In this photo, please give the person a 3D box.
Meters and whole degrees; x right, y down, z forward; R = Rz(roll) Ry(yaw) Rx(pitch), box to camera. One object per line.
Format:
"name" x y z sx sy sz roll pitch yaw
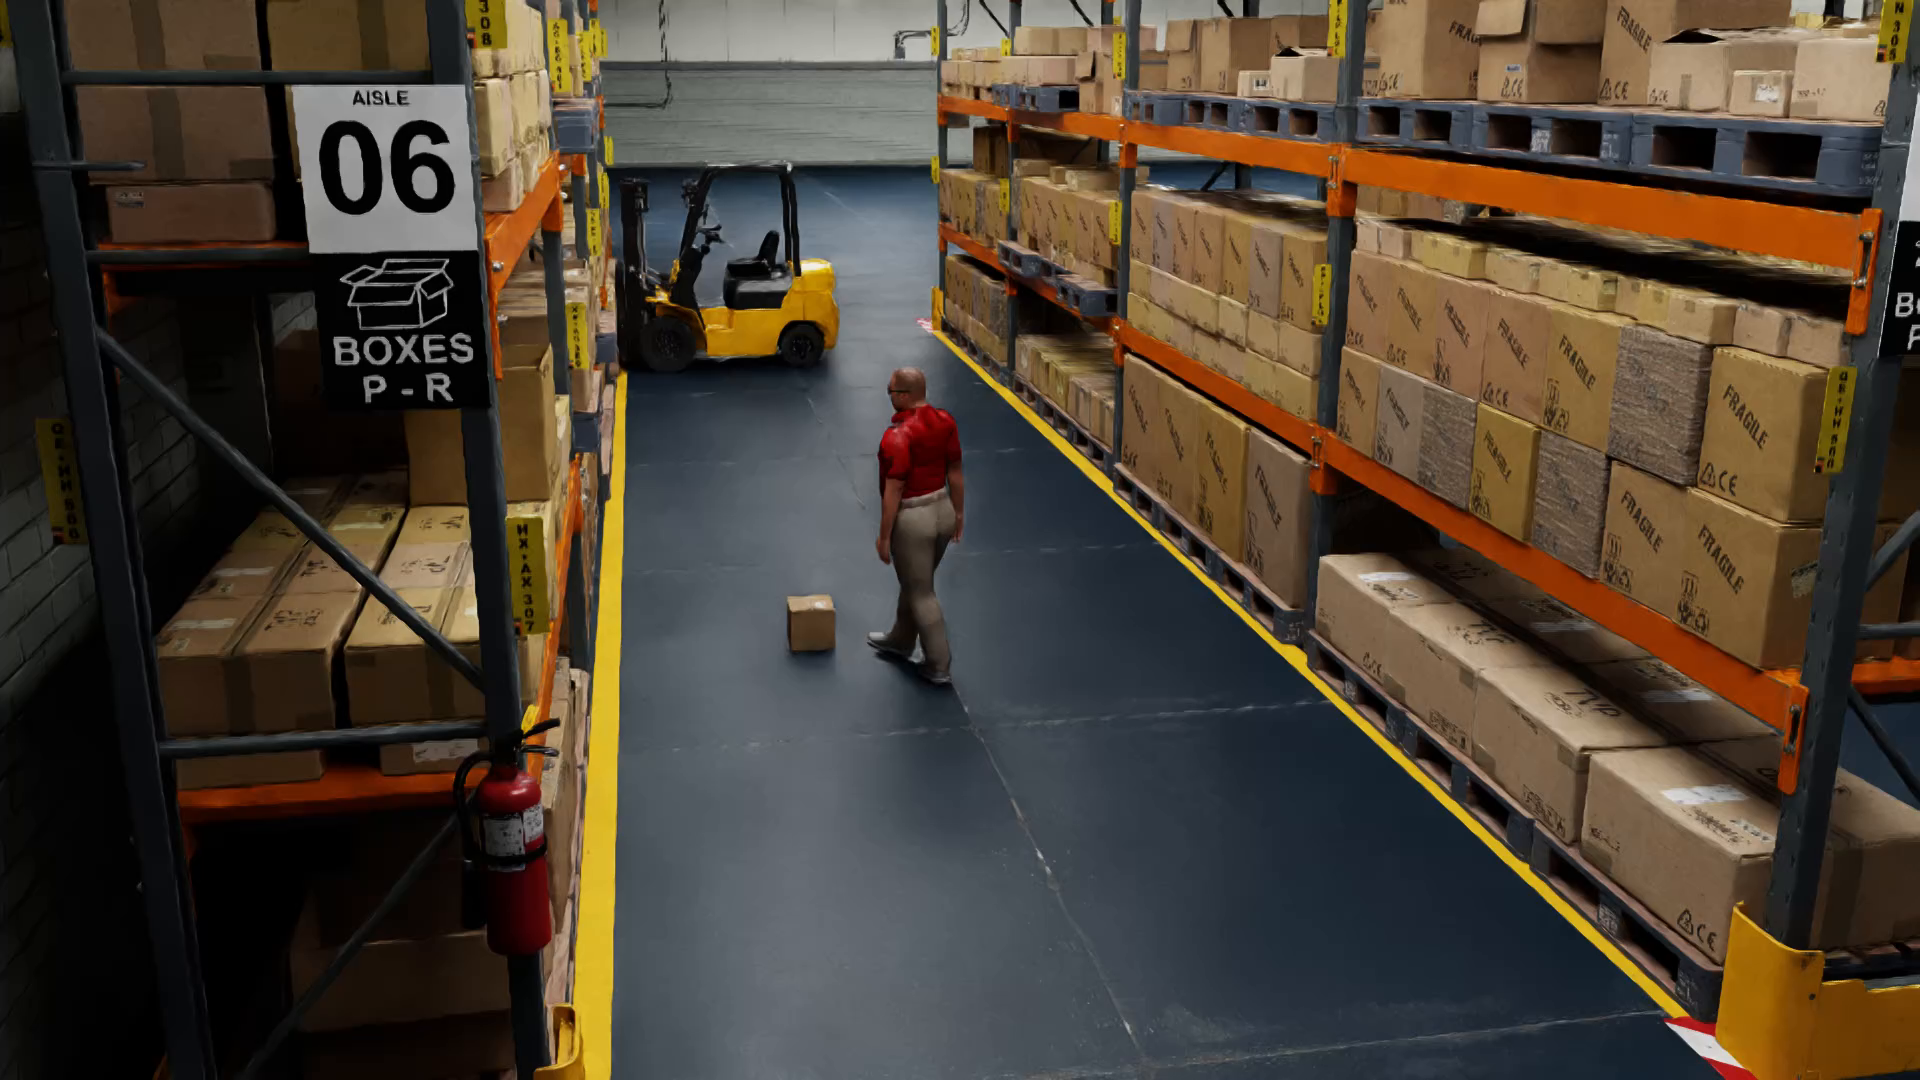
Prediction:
"person" -0.330 -0.109 8.935 0.710 1.721 0.582 13 20 37
